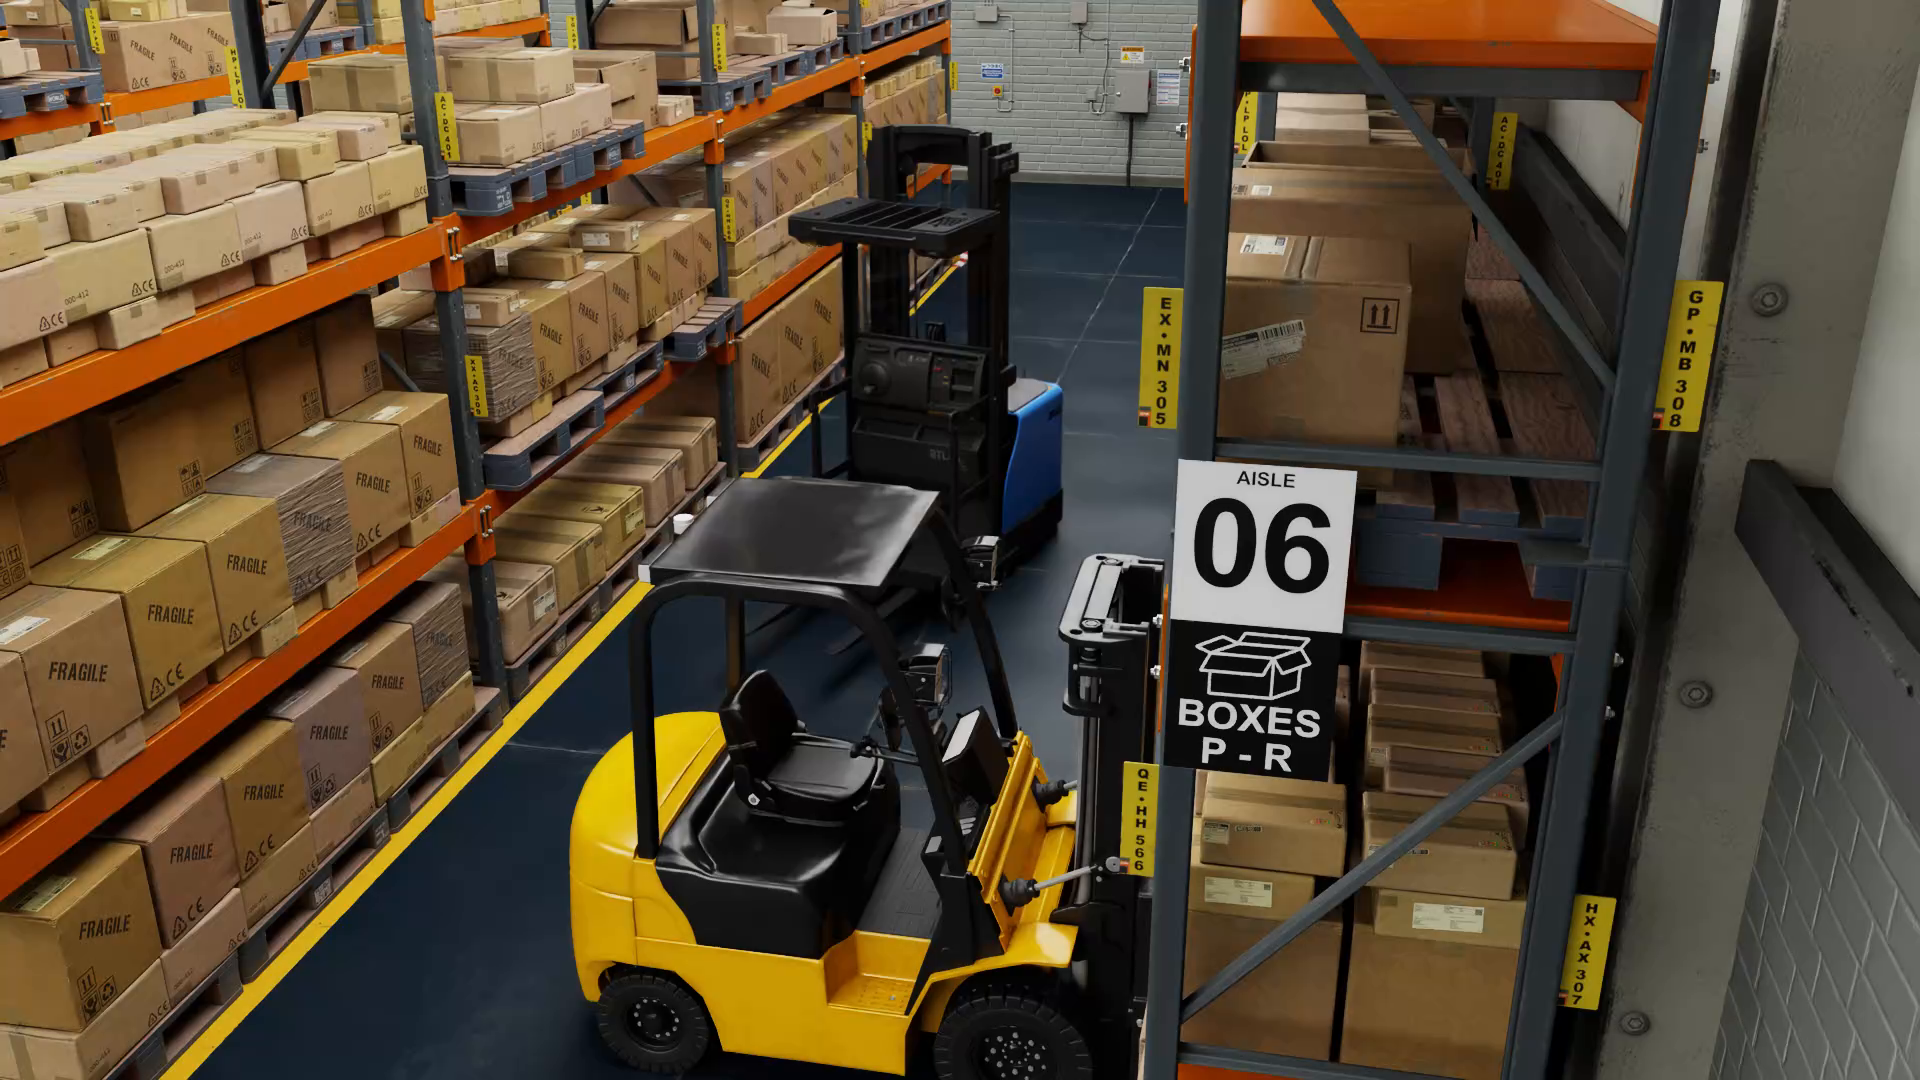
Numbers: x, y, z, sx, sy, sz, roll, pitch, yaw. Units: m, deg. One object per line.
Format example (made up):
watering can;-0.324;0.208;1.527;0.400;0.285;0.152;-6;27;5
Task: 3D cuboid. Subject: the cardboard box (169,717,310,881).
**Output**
cardboard box;-3.220;1.102;7.218;0.500;0.500;0.500;5;22;12

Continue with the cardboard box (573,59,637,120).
cardboard box;-2.523;-2.779;10.586;0.797;0.503;0.637;4;22;11

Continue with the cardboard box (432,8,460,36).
cardboard box;-5.719;-5.547;17.797;0.500;0.250;0.500;5;23;13

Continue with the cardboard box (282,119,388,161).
cardboard box;-2.885;-1.848;7.682;0.380;0.149;0.250;4;22;10

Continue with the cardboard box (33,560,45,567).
cardboard box;-3.819;0.256;6.670;0.500;0.500;0.500;4;22;11

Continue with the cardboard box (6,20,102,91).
cardboard box;-7.239;-3.906;13.389;0.500;0.500;0.500;4;22;11

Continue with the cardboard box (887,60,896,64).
cardboard box;-0.935;-5.427;18.973;0.380;0.149;0.250;5;22;12

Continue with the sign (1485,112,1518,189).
sign;2.347;-1.686;7.212;0.100;0.325;0.005;4;22;11

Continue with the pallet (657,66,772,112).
pallet;-2.161;-3.443;12.626;1.213;0.211;1.003;6;23;13

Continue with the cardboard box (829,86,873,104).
cardboard box;-1.069;-4.365;16.335;0.380;0.149;0.250;5;22;12

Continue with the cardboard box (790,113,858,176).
cardboard box;-1.269;-3.691;15.530;0.500;0.500;0.500;5;23;13

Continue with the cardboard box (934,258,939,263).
cardboard box;-0.644;-3.583;19.603;0.875;0.438;0.875;4;22;9

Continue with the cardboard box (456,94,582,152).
cardboard box;-2.442;-2.322;9.228;0.500;0.250;0.500;4;22;10

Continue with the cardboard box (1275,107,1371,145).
cardboard box;1.713;-1.935;8.050;0.500;0.311;0.500;4;22;9

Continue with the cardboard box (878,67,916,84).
cardboard box;-0.691;-5.019;17.961;0.380;0.149;0.250;5;22;12

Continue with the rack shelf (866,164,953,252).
rack shelf;-1.016;-3.761;18.139;1.077;0.370;4.000;4;22;11

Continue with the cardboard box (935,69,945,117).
cardboard box;-0.473;-5.141;19.132;0.500;0.500;0.500;5;23;13

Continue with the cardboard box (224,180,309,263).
cardboard box;-3.103;-1.345;6.965;0.500;0.250;0.500;4;22;10

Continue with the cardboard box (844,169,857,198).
cardboard box;-1.276;-3.345;15.677;0.500;0.250;0.500;4;22;11

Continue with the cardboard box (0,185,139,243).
cardboard box;-3.239;-1.187;6.039;0.380;0.149;0.250;5;22;12

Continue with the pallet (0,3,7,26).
pallet;-10.948;-5.767;18.261;1.003;0.211;1.213;4;22;11

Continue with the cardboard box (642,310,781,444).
cardboard box;-2.018;-1.355;13.486;0.875;0.875;0.875;4;22;10

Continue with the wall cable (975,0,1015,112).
wall cable;0.520;-7.376;24.750;0.585;1.953;0.123;4;22;11

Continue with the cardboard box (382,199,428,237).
cardboard box;-2.822;-1.573;8.066;0.380;0.149;0.250;5;22;11

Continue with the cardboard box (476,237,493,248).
cardboard box;-5.599;-3.386;19.102;0.380;0.149;0.250;5;22;11

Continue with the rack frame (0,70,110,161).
rack frame;-7.106;-2.240;13.401;1.000;3.000;0.127;4;22;11

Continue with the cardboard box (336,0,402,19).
cardboard box;-5.957;-5.415;16.799;0.500;0.250;0.500;5;23;13

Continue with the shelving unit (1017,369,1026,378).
shelving unit;0.335;-0.733;12.269;0.215;1.050;0.252;10;24;24

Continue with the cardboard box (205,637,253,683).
cardboard box;-3.235;0.468;7.013;0.380;0.149;0.250;4;22;9

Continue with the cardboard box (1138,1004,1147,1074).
cardboard box;0.875;1.640;5.546;0.500;0.250;0.500;5;22;12

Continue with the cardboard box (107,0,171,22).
cardboard box;-6.649;-4.349;13.463;0.396;0.266;0.258;4;22;11

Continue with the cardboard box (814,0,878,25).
cardboard box;-1.098;-5.241;16.007;0.500;0.500;0.500;5;22;12

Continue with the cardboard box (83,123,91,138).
cardboard box;-10.458;-4.890;19.782;0.500;0.250;0.500;4;22;11

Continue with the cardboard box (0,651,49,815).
cardboard box;-3.504;0.689;5.595;0.500;0.500;0.500;4;22;10

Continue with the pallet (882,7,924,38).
pallet;-0.995;-5.456;17.490;1.003;0.211;1.213;4;22;11

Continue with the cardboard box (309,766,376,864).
cardboard box;-3.121;1.261;7.825;0.500;0.250;0.500;5;22;12

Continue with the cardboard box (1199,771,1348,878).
cardboard box;0.854;0.770;4.525;0.380;0.149;0.250;5;22;11

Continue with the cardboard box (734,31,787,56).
cardboard box;-1.663;-4.138;13.848;0.380;0.166;0.250;6;23;15

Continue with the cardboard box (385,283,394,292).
cardboard box;-5.901;-2.684;17.757;0.380;0.149;0.250;3;22;9

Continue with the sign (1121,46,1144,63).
sign;2.535;-7.139;24.460;0.339;0.242;0.001;4;22;11

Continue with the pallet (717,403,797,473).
pallet;-2.005;-0.889;13.779;1.003;0.211;1.213;4;22;11

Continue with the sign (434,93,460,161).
sign;-2.523;-2.030;8.171;0.100;0.325;0.005;4;22;11

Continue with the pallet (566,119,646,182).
pallet;-2.617;-2.339;9.881;1.213;0.211;1.003;4;22;11

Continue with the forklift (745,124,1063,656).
forklift;-0.364;-1.050;10.536;1.130;2.935;3.031;10;24;24

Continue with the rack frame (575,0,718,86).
rack frame;-2.240;-4.683;11.435;1.000;3.000;0.127;4;22;11

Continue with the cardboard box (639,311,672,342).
cardboard box;-2.170;-1.448;11.208;0.380;0.149;0.250;5;22;12

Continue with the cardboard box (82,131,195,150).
cardboard box;-3.607;-1.704;7.324;0.380;0.149;0.250;4;22;11

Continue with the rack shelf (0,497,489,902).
rack shelf;-3.464;0.628;7.242;1.077;0.370;4.000;4;22;11

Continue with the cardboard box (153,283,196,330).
cardboard box;-3.213;-0.918;6.439;0.380;0.149;0.250;4;22;9

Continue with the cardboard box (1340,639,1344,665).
cardboard box;1.777;0.447;6.594;0.500;0.500;0.500;4;22;9

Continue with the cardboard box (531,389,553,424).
cardboard box;-2.575;-0.784;9.559;0.380;0.149;0.250;5;22;12

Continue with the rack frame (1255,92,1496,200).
rack frame;1.804;-2.843;6.867;1.000;3.000;0.127;4;22;11

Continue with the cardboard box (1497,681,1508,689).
cardboard box;1.643;0.486;5.629;0.380;0.149;0.250;5;23;13

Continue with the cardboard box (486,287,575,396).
cardboard box;-2.578;-1.149;9.597;0.500;0.500;0.500;5;22;11

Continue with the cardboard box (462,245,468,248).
cardboard box;-5.737;-3.338;18.585;0.380;0.149;0.250;5;22;12

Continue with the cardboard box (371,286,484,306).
cardboard box;-3.087;-1.184;9.684;0.500;0.500;0.500;5;22;11

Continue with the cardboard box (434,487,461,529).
cardboard box;-2.823;-0.180;8.621;0.380;0.149;0.250;4;22;10

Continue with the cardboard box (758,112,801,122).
cardboard box;-1.795;-3.734;15.638;0.500;0.500;0.500;5;22;12

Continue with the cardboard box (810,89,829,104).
cardboard box;-1.512;-4.399;16.421;0.380;0.149;0.250;5;22;12
